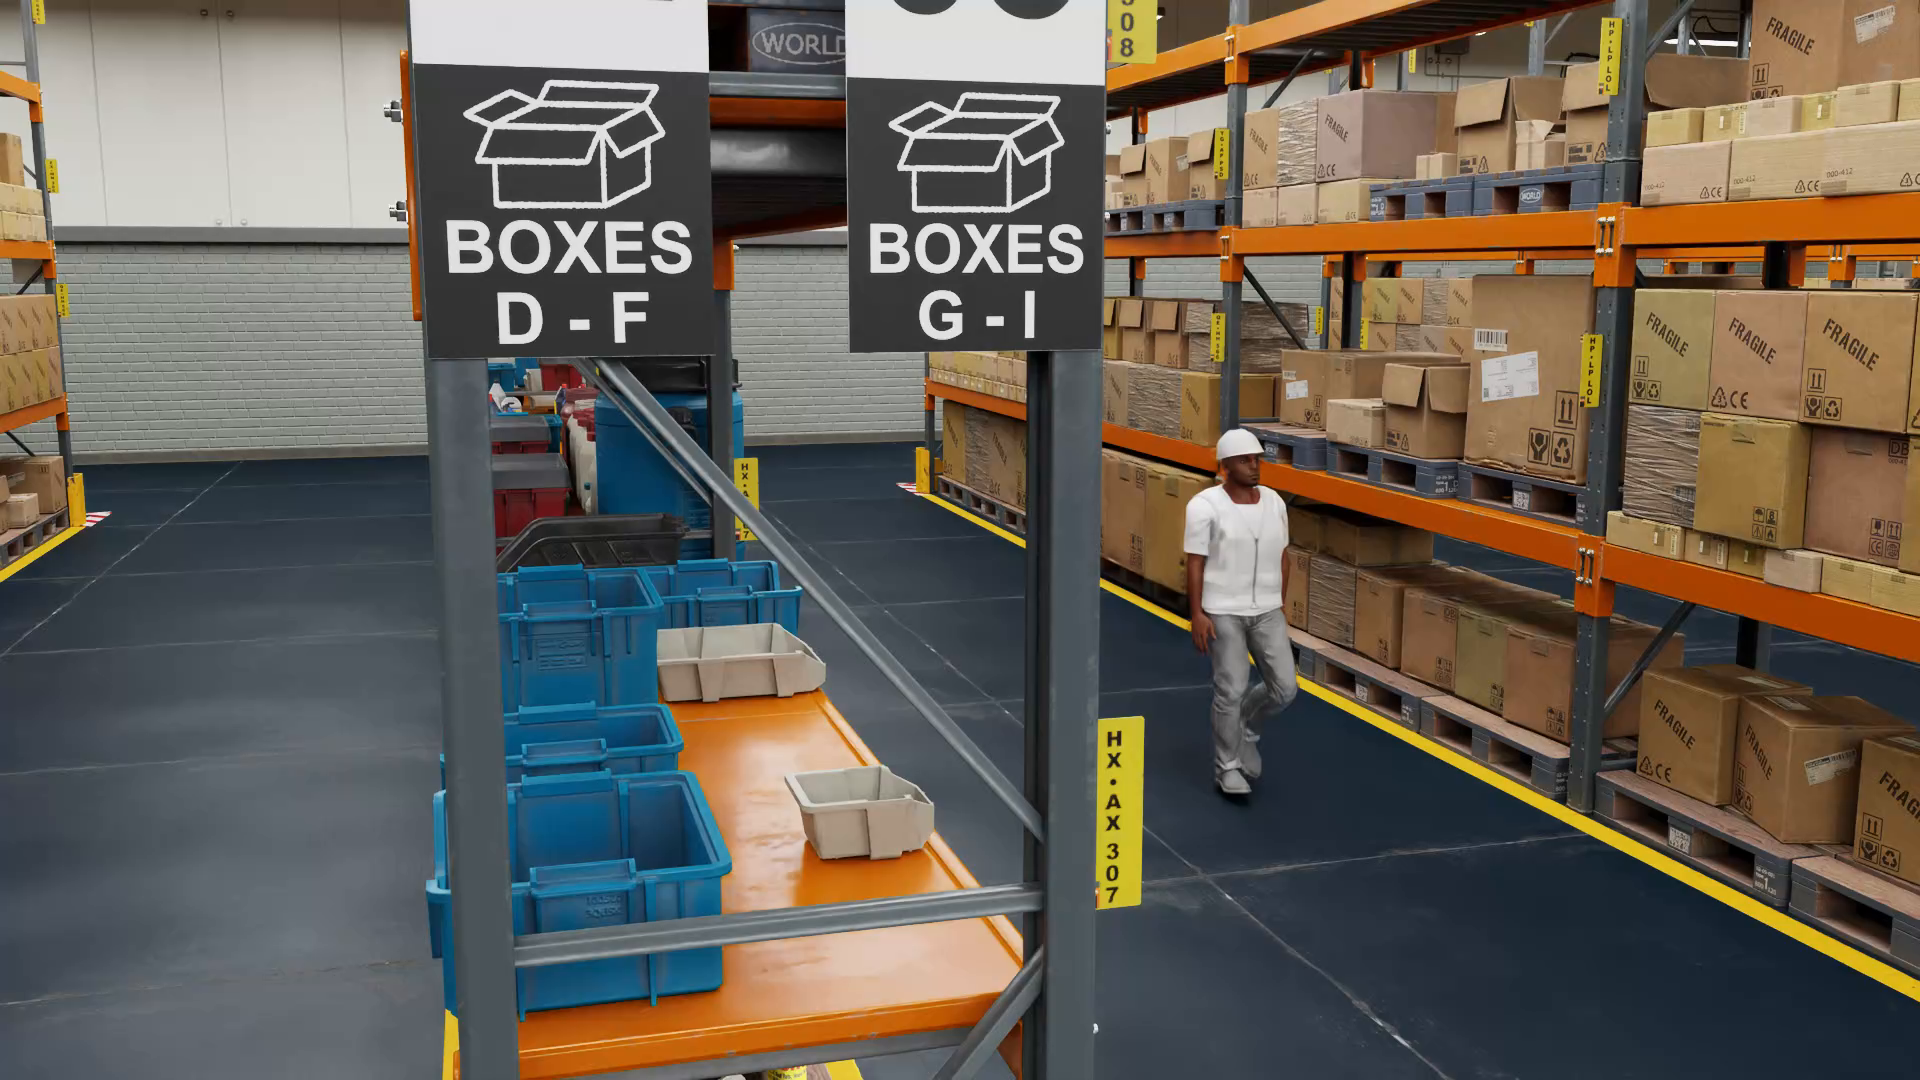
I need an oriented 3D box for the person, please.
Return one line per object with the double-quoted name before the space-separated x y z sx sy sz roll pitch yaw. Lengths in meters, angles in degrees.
"person" 1.360 0.341 8.032 0.572 1.756 0.489 -3 10 -18
